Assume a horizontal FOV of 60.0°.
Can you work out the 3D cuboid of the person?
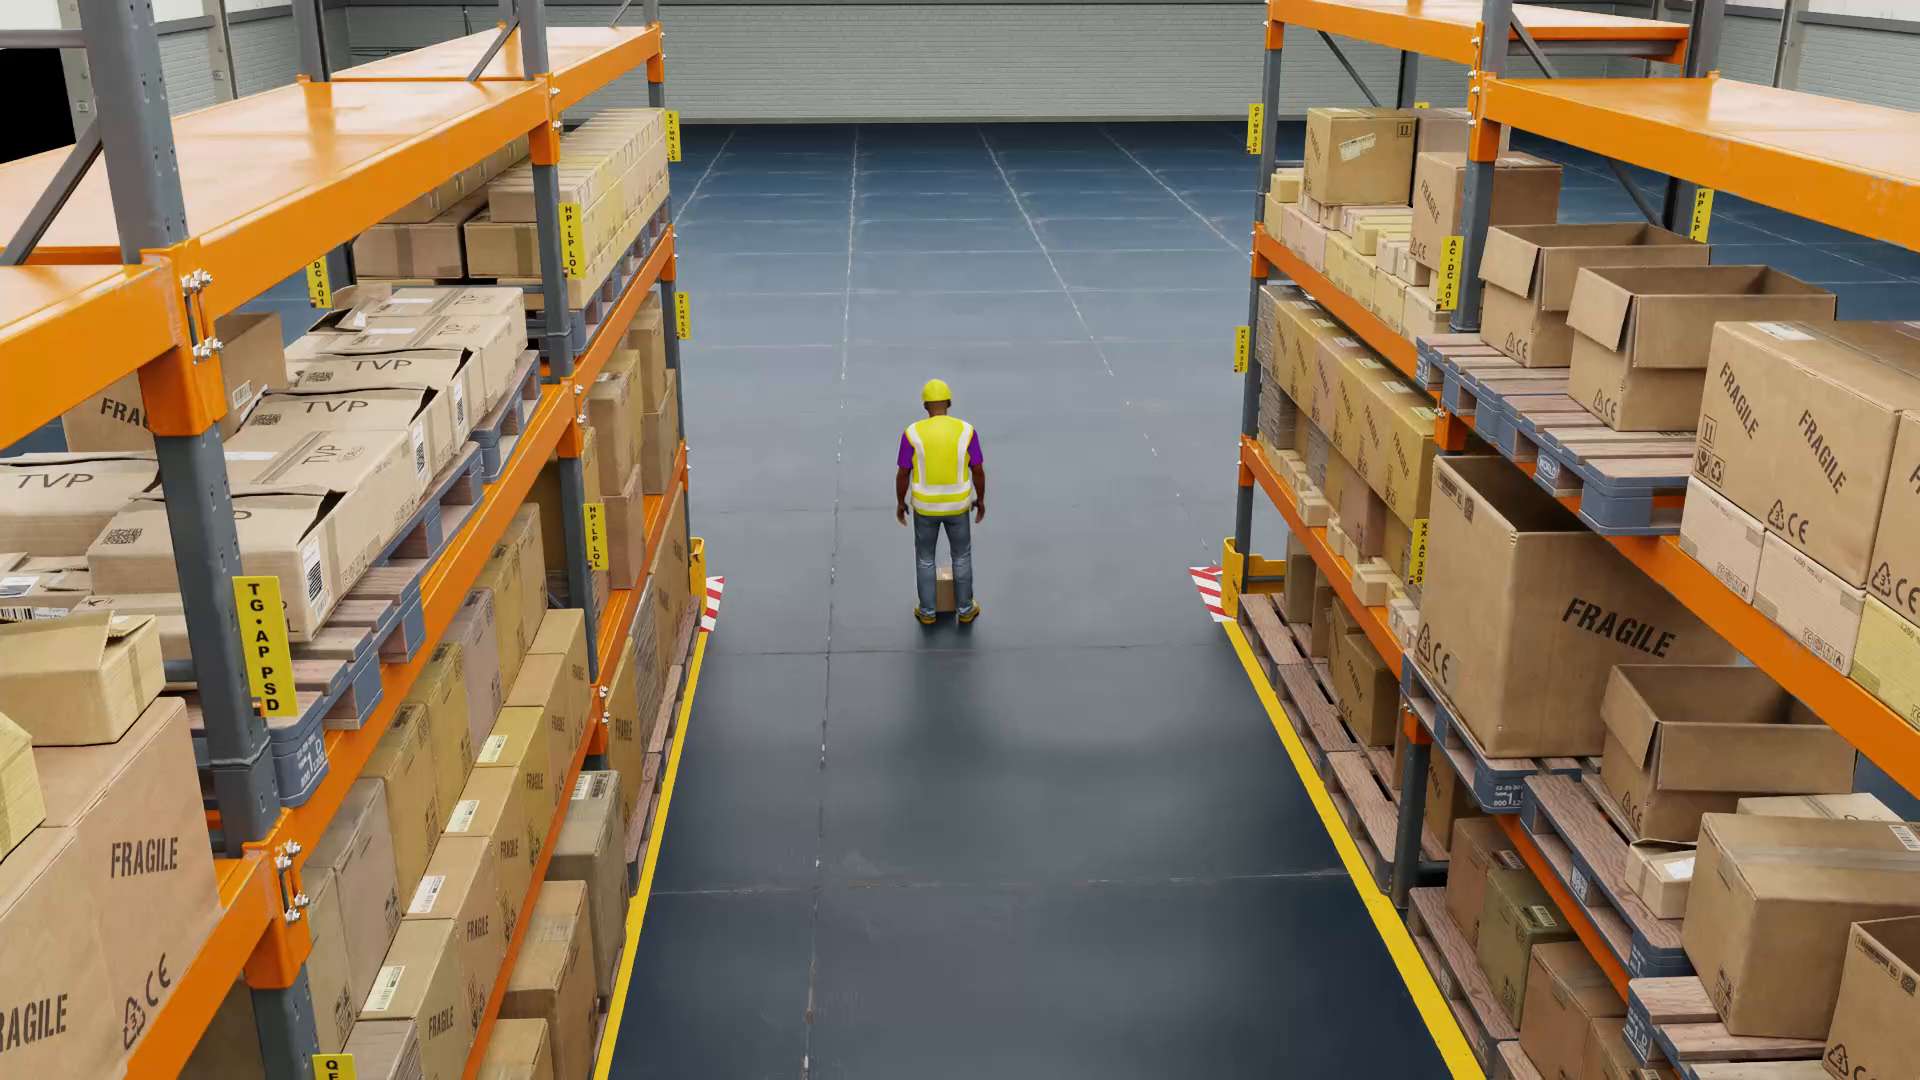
[{"bbox_3d":[-0.134,-0.264,11.770,0.632,1.757,0.463,-1,20,-4],"label":"person"}]
